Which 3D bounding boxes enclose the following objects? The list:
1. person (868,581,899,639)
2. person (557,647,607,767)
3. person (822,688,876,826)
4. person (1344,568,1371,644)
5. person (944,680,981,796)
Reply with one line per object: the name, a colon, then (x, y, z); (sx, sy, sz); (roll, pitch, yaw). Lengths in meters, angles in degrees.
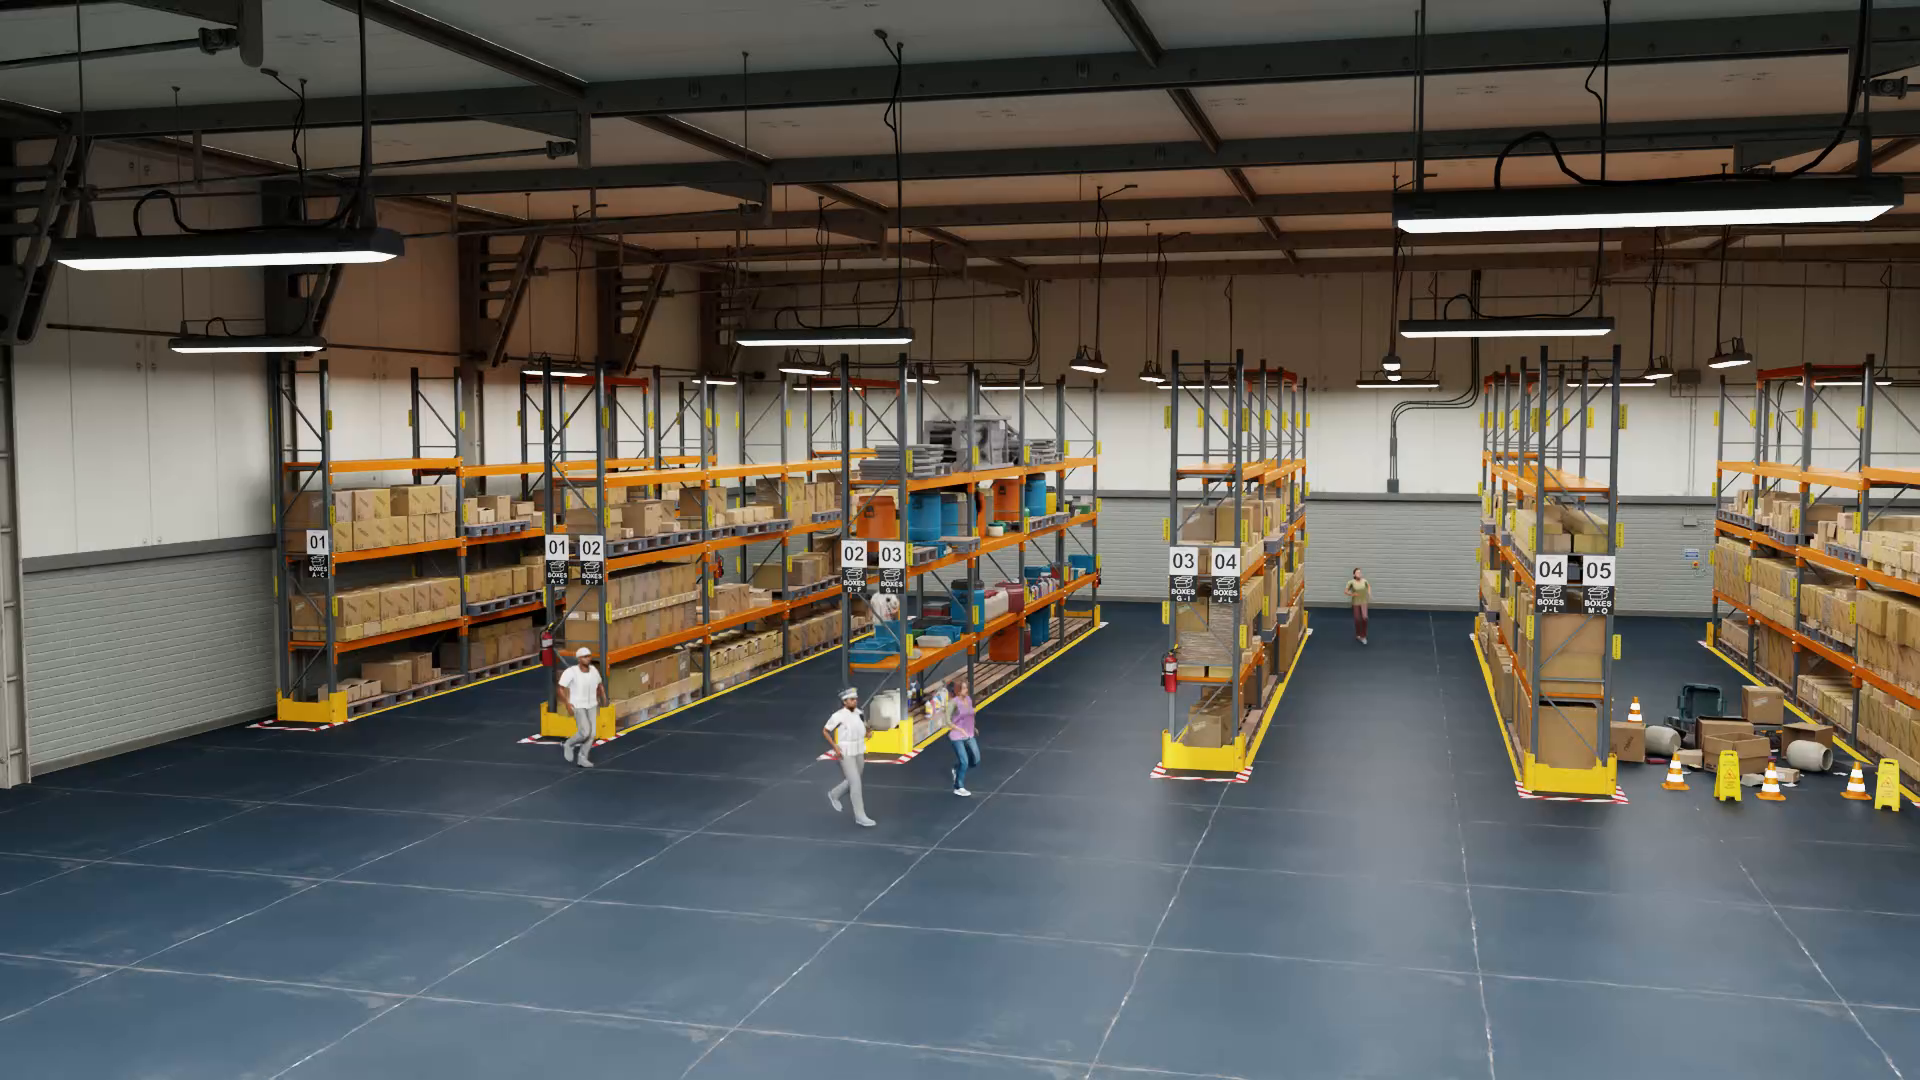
person: (-1.581, 1.674, 34.189); (0.672, 1.736, 0.779); (1, 4, 11)
person: (-5.434, 2.412, 24.069); (0.536, 1.734, 0.715); (3, 5, 40)
person: (-1.373, 2.659, 20.672); (0.924, 1.674, 0.583); (4, 6, 42)
person: (8.957, 1.491, 37.480); (0.603, 1.728, 0.659); (0, 4, 3)
person: (0.031, 2.640, 22.128); (0.512, 1.541, 0.530); (-4, 6, -42)
